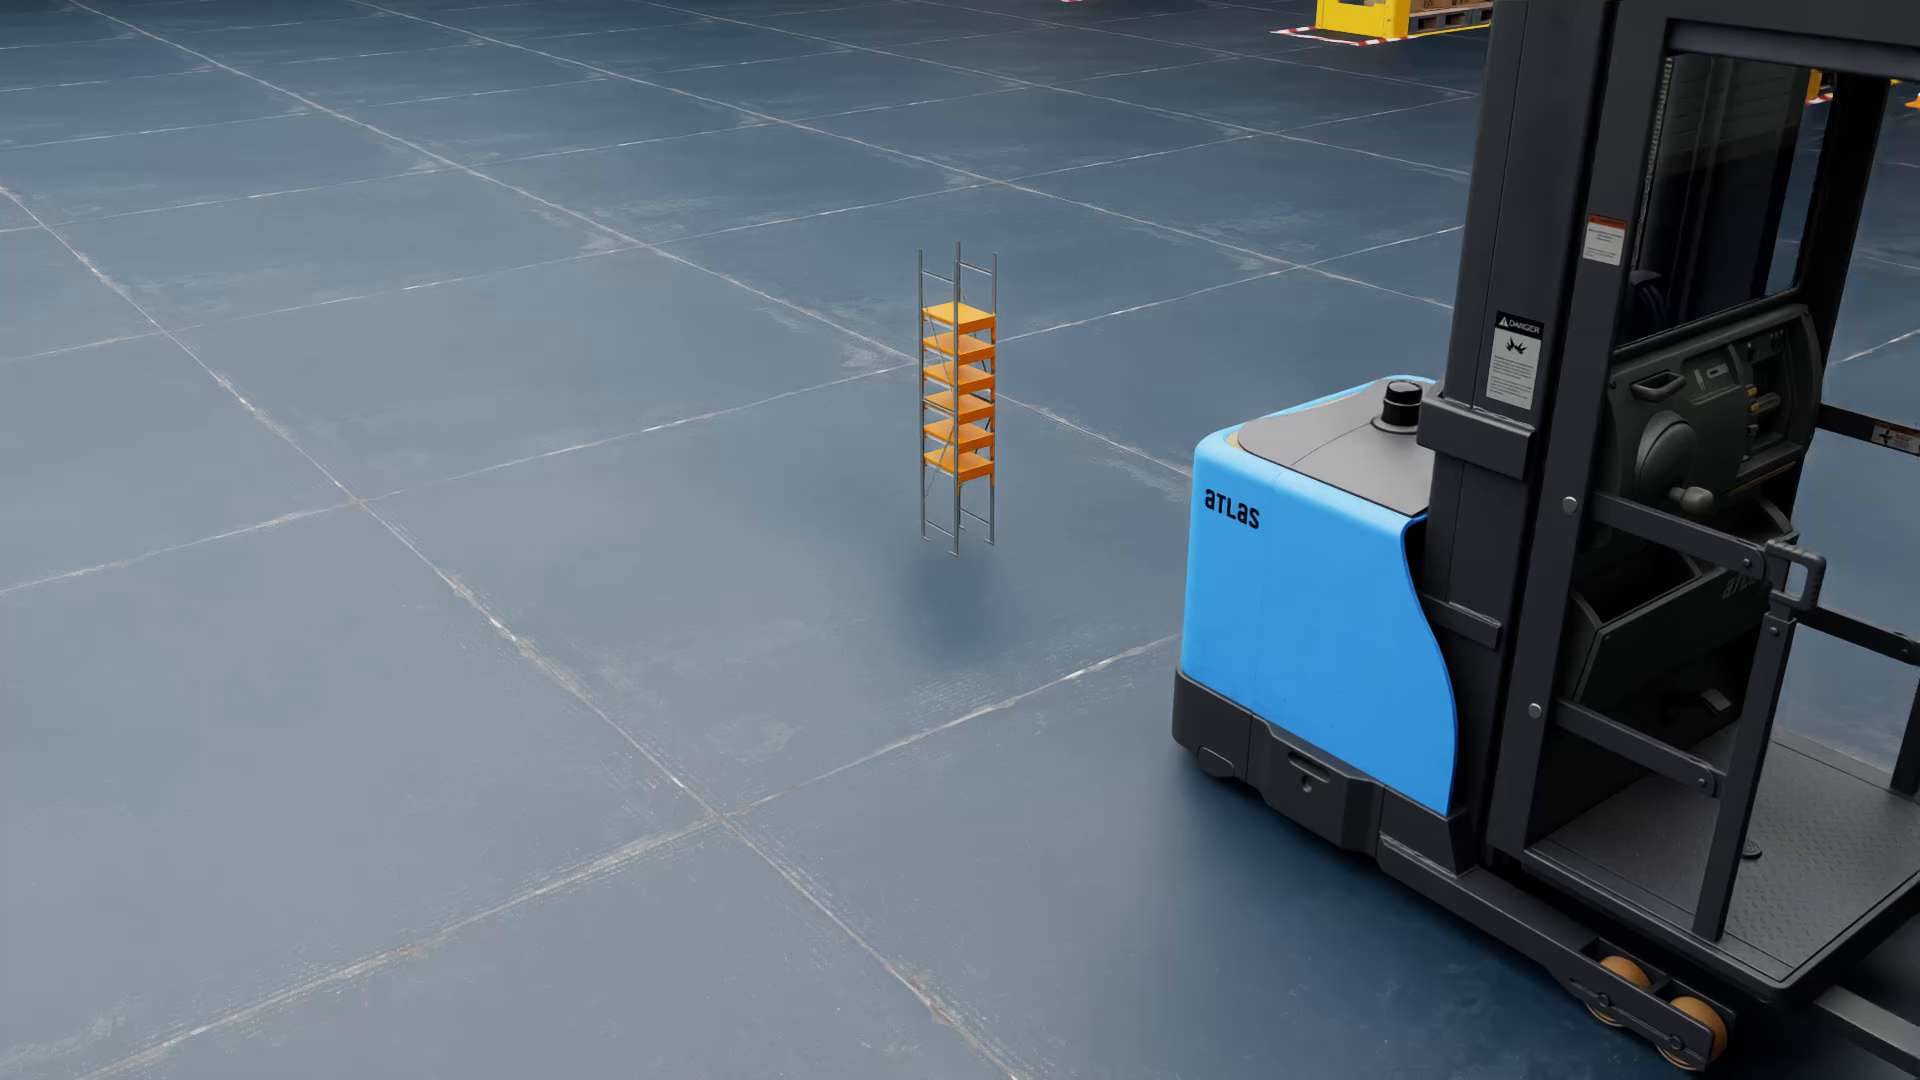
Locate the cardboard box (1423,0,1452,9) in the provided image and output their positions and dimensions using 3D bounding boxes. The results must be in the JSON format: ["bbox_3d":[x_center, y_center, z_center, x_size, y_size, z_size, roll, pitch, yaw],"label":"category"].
[{"bbox_3d":[5.651,-6.758,20.220,0.500,0.500,0.500,-10,27,-21],"label":"cardboard box"}]

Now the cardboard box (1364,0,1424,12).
[{"bbox_3d":[5.201,-6.592,19.861,0.500,0.500,0.500,-12,28,-25],"label":"cardboard box"}]

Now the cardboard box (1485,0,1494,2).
[{"bbox_3d":[6.622,-7.045,20.837,0.500,0.500,0.500,-22,33,-38],"label":"cardboard box"}]

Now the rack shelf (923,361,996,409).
[{"bbox_3d":[-0.011,-0.609,6.457,0.180,0.103,0.258,-18,31,-34],"label":"rack shelf"}]

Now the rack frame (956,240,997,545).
[{"bbox_3d":[0.061,-0.564,6.541,0.006,1.200,0.240,-18,31,-34],"label":"rack frame"}]

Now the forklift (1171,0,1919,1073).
[{"bbox_3d":[1.975,-0.293,3.900,1.130,2.935,3.031,-18,31,-34],"label":"forklift"}]

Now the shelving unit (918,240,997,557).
[{"bbox_3d":[-0.011,-0.540,6.489,0.189,1.200,0.258,-18,31,-34],"label":"shelving unit"}]

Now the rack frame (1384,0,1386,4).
[{"bbox_3d":[4.700,-7.378,19.085,0.127,3.000,1.000,-18,31,-34],"label":"rack frame"}]

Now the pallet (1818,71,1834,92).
[{"bbox_3d":[8.262,-4.678,16.579,1.213,0.211,1.003,-18,31,-34],"label":"pallet"}]

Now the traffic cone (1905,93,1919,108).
[{"bbox_3d":[8.975,-4.226,15.306,0.334,0.463,0.336,-18,31,-34],"label":"traffic cone"}]

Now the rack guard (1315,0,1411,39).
[{"bbox_3d":[4.759,-6.264,19.654,0.348,0.500,1.175,-18,31,-34],"label":"rack guard"}]

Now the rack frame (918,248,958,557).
[{"bbox_3d":[-0.083,-0.517,6.438,0.006,1.200,0.240,-18,31,-34],"label":"rack frame"}]

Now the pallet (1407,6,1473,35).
[{"bbox_3d":[5.421,-6.333,20.144,1.213,0.211,1.003,-18,31,-34],"label":"pallet"}]

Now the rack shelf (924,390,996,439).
[{"bbox_3d":[-0.011,-0.500,6.508,0.180,0.103,0.258,-18,31,-34],"label":"rack shelf"}]

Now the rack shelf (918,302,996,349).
[{"bbox_3d":[-0.011,-0.827,6.356,0.180,0.103,0.258,-18,31,-34],"label":"rack shelf"}]

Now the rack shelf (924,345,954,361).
[{"bbox_3d":[-0.011,-0.736,6.399,0.166,0.020,0.199,-18,31,-34],"label":"rack shelf"}]

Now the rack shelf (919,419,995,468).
[{"bbox_3d":[-0.011,-0.391,6.559,0.180,0.103,0.258,-18,31,-34],"label":"rack shelf"}]

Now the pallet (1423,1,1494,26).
[{"bbox_3d":[6.380,-6.648,20.823,1.213,0.211,1.003,-18,31,-34],"label":"pallet"}]

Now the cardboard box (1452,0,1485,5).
[{"bbox_3d":[6.155,-6.915,20.556,0.500,0.500,0.500,-15,29,-29],"label":"cardboard box"}]
